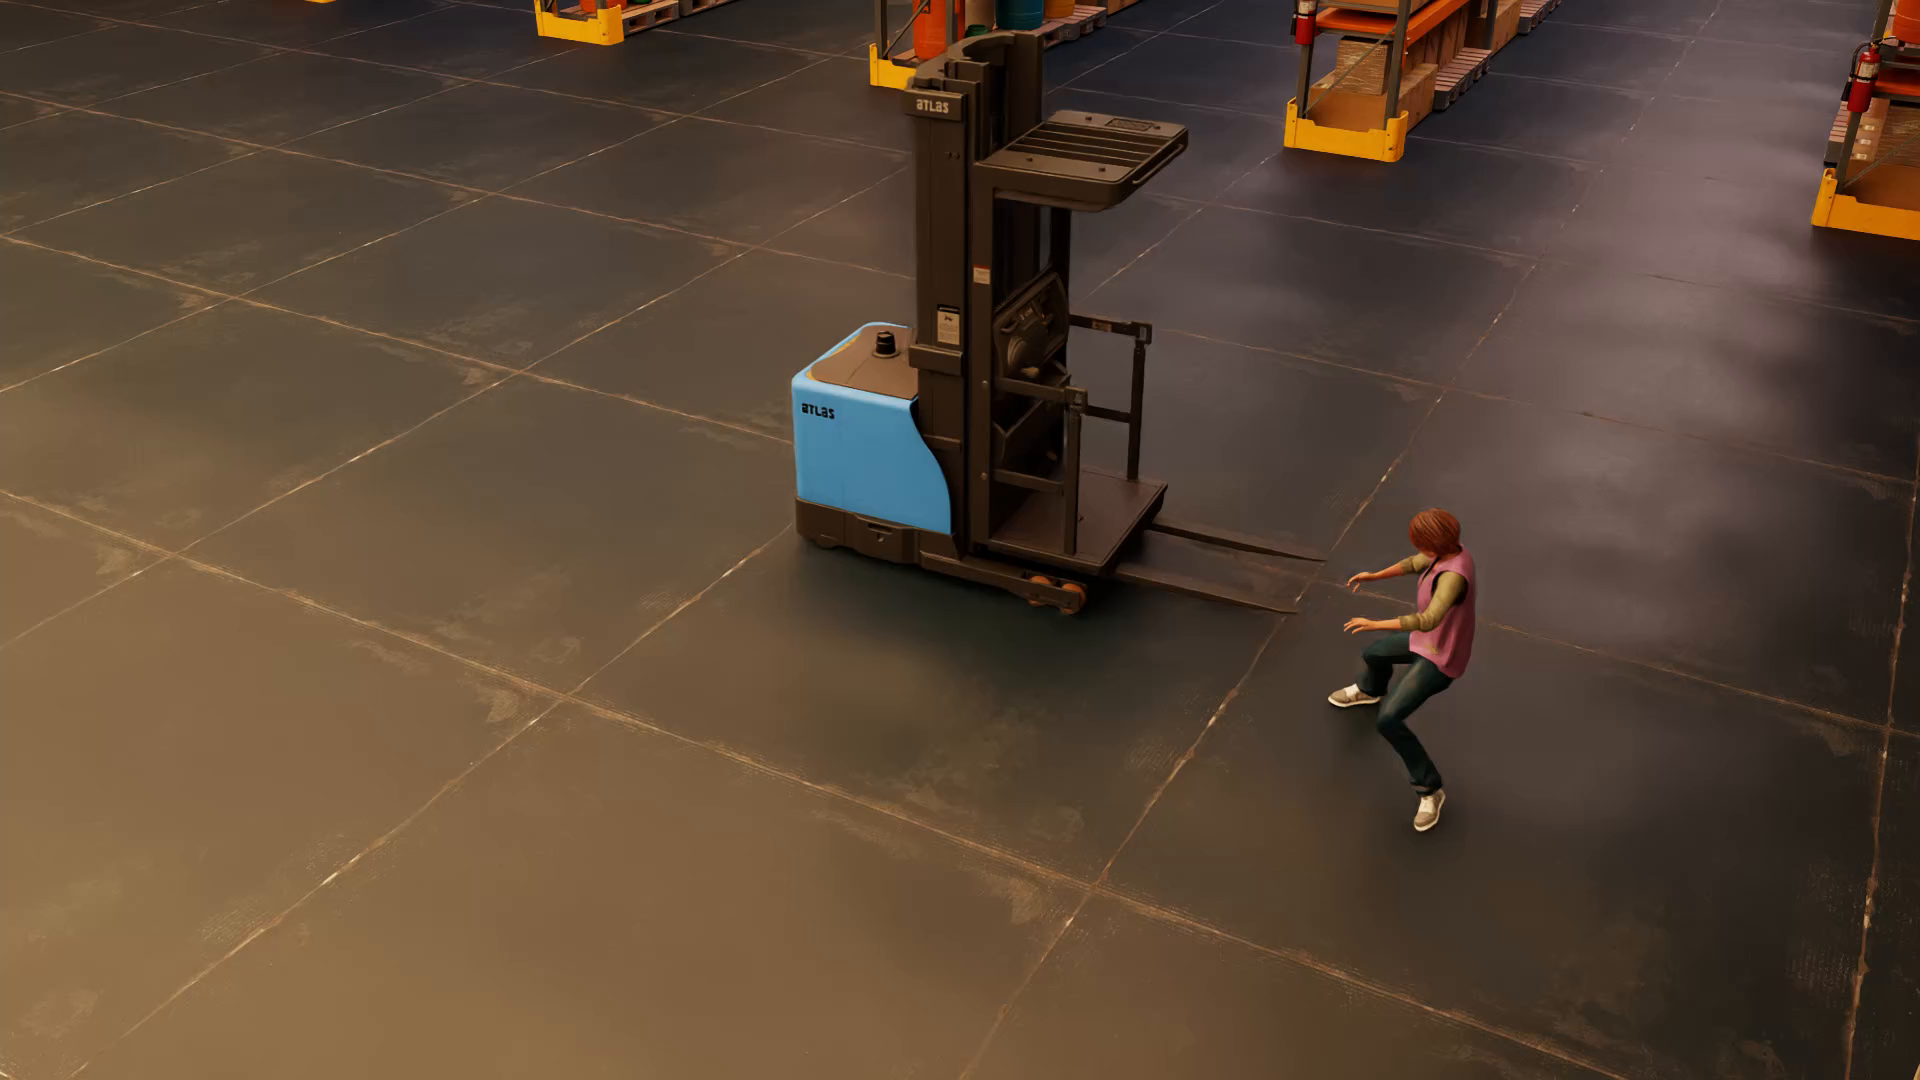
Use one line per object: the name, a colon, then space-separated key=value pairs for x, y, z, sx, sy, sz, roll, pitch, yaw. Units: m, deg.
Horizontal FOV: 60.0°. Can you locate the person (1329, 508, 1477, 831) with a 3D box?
person: x=2.079 y=0.484 z=7.775 sx=0.599 sy=1.390 sz=1.106 roll=7 pitch=31 yaw=12

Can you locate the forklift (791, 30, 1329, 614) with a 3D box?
forklift: x=0.576 y=-1.160 z=9.081 sx=3.031 sy=2.935 sz=1.130 roll=13 pitch=33 yaw=22
